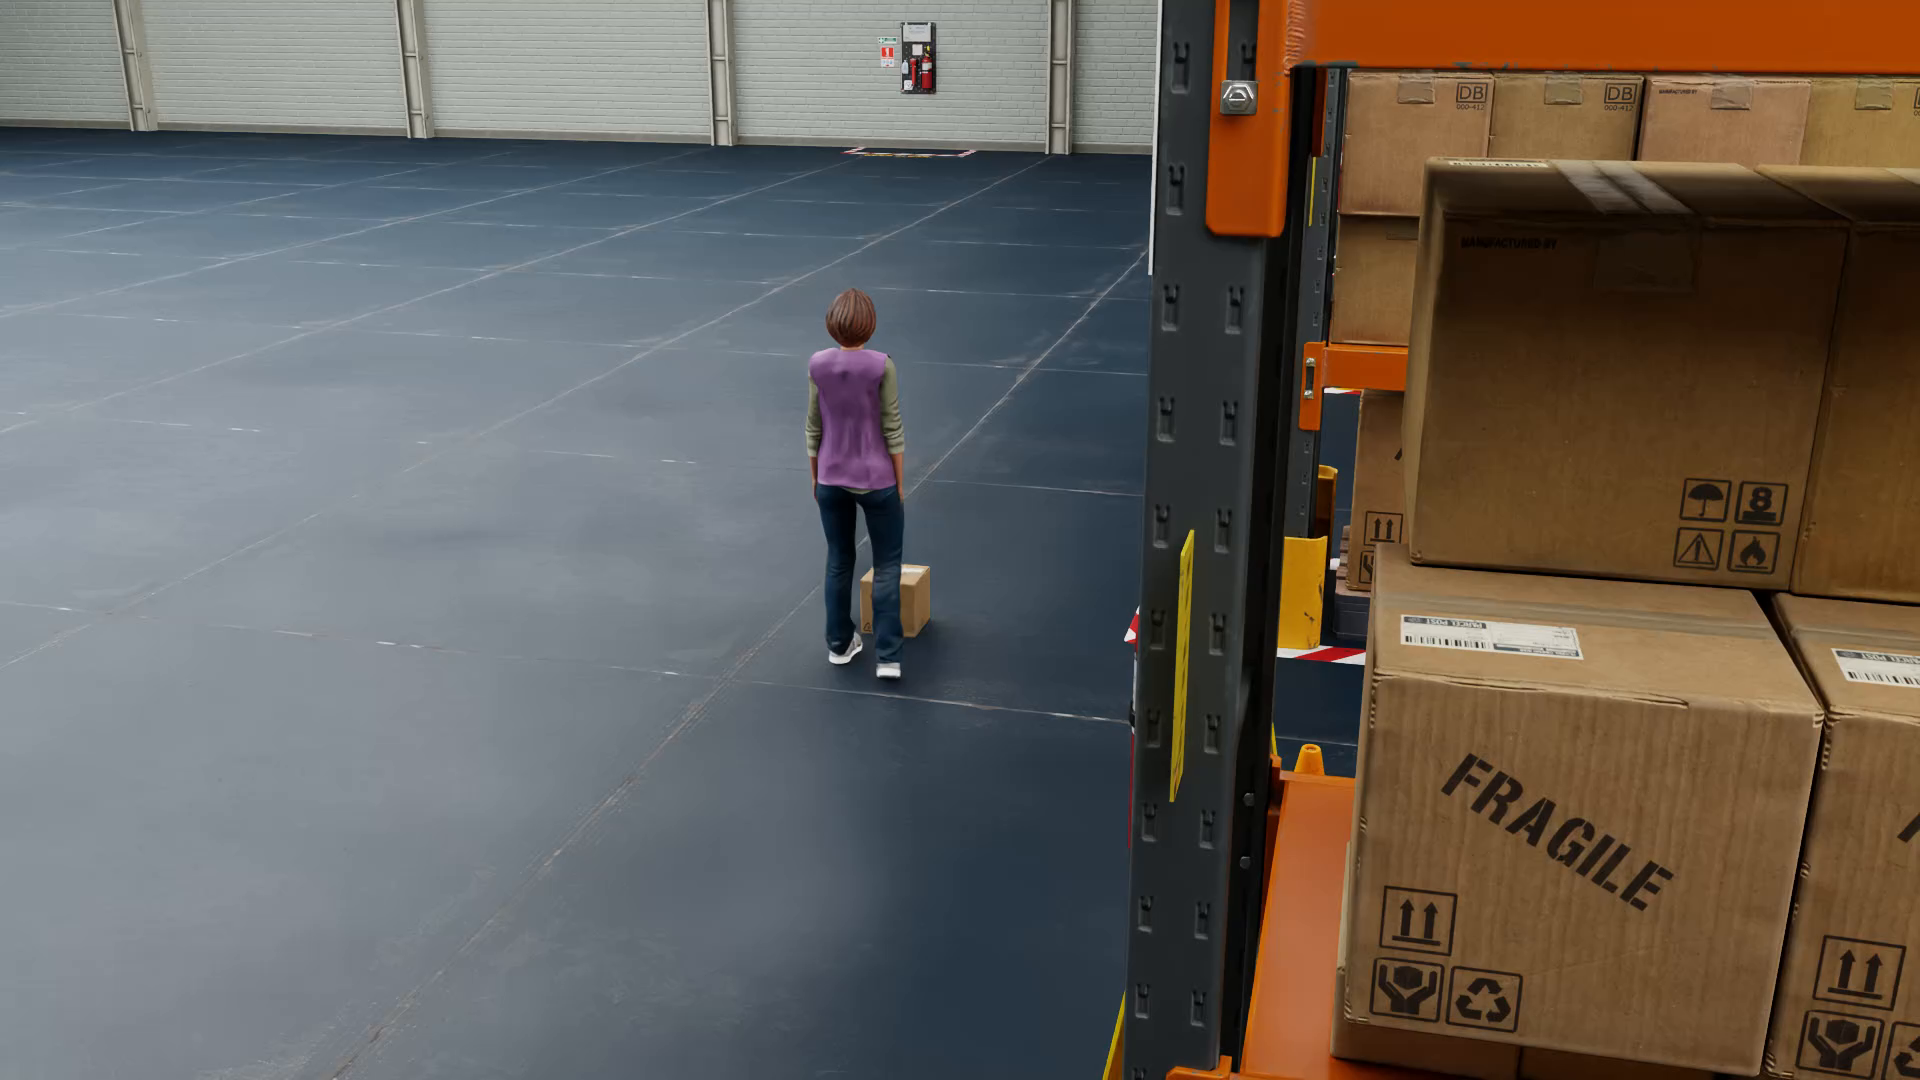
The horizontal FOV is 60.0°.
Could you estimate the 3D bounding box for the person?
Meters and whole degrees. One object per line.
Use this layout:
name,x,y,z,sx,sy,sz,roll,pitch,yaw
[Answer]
person,-0.420,-0.144,6.755,0.428,1.306,0.339,5,19,15
